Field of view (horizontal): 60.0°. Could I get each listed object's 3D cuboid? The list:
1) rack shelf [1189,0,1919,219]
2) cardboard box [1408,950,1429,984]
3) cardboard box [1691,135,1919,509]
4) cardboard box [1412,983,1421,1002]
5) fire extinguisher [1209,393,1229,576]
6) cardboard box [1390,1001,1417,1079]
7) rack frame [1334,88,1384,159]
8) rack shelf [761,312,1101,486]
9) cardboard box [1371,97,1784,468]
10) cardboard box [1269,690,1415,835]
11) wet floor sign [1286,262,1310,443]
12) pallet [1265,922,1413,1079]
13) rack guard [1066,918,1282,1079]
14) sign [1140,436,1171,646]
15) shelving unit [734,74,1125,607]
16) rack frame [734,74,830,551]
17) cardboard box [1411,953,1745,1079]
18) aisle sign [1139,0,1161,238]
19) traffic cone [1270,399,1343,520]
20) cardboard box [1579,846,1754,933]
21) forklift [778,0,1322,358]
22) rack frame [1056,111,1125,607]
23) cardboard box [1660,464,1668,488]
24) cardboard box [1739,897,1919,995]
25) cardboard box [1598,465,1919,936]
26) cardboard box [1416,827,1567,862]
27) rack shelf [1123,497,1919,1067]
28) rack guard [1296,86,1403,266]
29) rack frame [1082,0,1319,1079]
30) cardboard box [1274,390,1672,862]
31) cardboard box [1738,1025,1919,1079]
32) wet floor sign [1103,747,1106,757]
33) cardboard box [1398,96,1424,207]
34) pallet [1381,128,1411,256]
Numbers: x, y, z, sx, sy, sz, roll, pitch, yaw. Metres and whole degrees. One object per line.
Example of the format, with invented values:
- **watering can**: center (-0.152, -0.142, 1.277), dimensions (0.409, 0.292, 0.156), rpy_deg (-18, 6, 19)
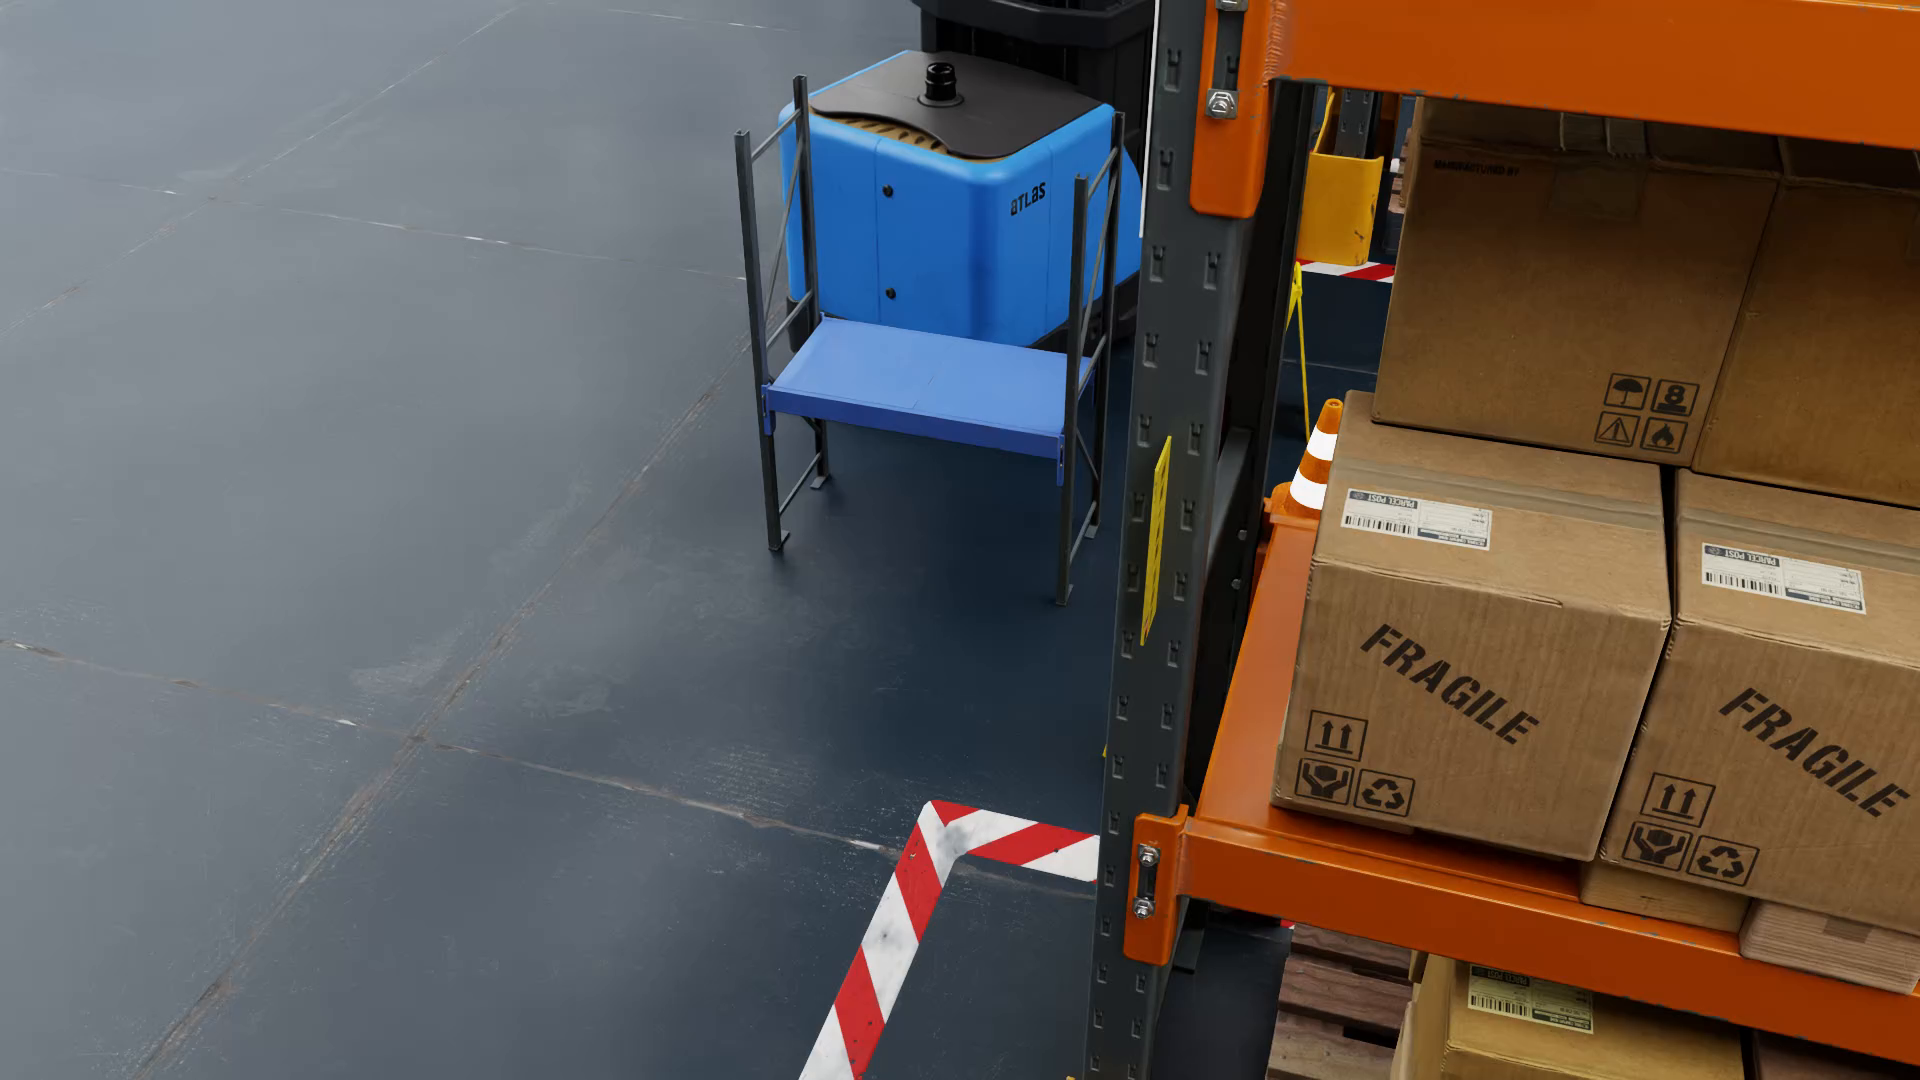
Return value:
- **rack shelf**: center (2.363, -0.519, 2.001), dimensions (4.000, 0.370, 1.077), rpy_deg (10, 38, 14)
- **cardboard box**: center (1.297, 0.676, 3.634), dimensions (0.500, 0.500, 0.500), rpy_deg (11, 38, 14)
- **cardboard box**: center (1.488, -0.457, 2.661), dimensions (0.500, 0.500, 0.700), rpy_deg (11, 38, 14)
- **cardboard box**: center (1.329, 0.979, 3.855), dimensions (0.500, 0.250, 0.500), rpy_deg (10, 38, 14)
- **fire extinguisher**: center (0.483, -0.204, 3.562), dimensions (0.183, 0.674, 0.296), rpy_deg (10, 38, 14)
- **cardboard box**: center (1.142, 1.283, 3.442), dimensions (0.500, 0.250, 0.500), rpy_deg (10, 38, 14)
- **rack frame**: center (1.834, -2.773, 6.987), dimensions (0.127, 3.000, 1.000), rpy_deg (10, 38, 14)
- **rack shelf**: center (-0.081, -0.474, 5.433), dimensions (1.000, 0.185, 0.538), rpy_deg (10, 38, 14)
- **cardboard box**: center (1.007, -0.550, 2.788), dimensions (0.500, 0.500, 0.700), rpy_deg (10, 37, 13)
- **cardboard box**: center (0.717, 0.324, 2.991), dimensions (0.250, 0.149, 0.380), rpy_deg (11, 38, 14)
- **wet floor sign**: center (1.216, -0.710, 6.170), dimensions (0.232, 0.644, 0.267), rpy_deg (4, 37, 6)
- **pallet**: center (1.292, 1.346, 3.744), dimensions (1.213, 0.211, 1.003), rpy_deg (10, 38, 14)
- **rack guard**: center (0.527, 1.066, 3.880), dimensions (0.348, 0.500, 1.175), rpy_deg (10, 38, 14)
- **sign**: center (0.293, 0.004, 2.484), dimensions (0.005, 0.325, 0.100), rpy_deg (10, 38, 14)
- **shelving unit**: center (-0.081, -0.619, 5.326), dimensions (1.048, 1.500, 0.538), rpy_deg (10, 38, 14)
- **rack frame**: center (-0.567, -0.709, 5.448), dimensions (0.032, 1.500, 0.500), rpy_deg (10, 38, 14)
- **cardboard box**: center (1.165, 0.985, 3.214), dimensions (0.500, 0.500, 0.500), rpy_deg (9, 37, 12)
- **aisle sign**: center (0.303, -0.837, 2.163), dimensions (0.004, 0.787, 0.394), rpy_deg (10, 38, 14)
- **traffic cone**: center (1.256, -0.275, 5.733), dimensions (0.334, 0.463, 0.336), rpy_deg (10, 38, 14)
- **cardboard box**: center (1.191, 0.453, 2.815), dimensions (0.250, 0.149, 0.380), rpy_deg (9, 37, 12)
- **forklift**: center (0.597, -2.428, 6.576), dimensions (1.130, 2.935, 3.031), rpy_deg (24, 43, 29)
- **rack frame**: center (0.404, -0.529, 5.204), dimensions (0.032, 1.500, 0.500), rpy_deg (10, 38, 14)
- **cardboard box**: center (1.055, -0.174, 3.121), dimensions (0.500, 0.500, 0.500), rpy_deg (10, 37, 13)
- **cardboard box**: center (1.420, 0.524, 2.719), dimensions (0.250, 0.149, 0.380), rpy_deg (11, 38, 15)
- **cardboard box**: center (1.319, 0.216, 2.591), dimensions (0.500, 0.500, 0.500), rpy_deg (12, 38, 15)
- **cardboard box**: center (0.962, 0.361, 2.942), dimensions (0.250, 0.149, 0.380), rpy_deg (11, 38, 15)
- **rack shelf**: center (2.363, 0.689, 2.890), dimensions (4.000, 0.370, 1.077), rpy_deg (10, 38, 14)
- **rack guard**: center (1.811, -1.770, 7.734), dimensions (0.348, 0.500, 1.175), rpy_deg (10, 38, 14)
- **rack frame**: center (0.454, 0.046, 3.157), dimensions (0.127, 3.000, 1.000), rpy_deg (10, 38, 14)
- **cardboard box**: center (0.824, 0.126, 2.713), dimensions (0.500, 0.500, 0.500), rpy_deg (10, 38, 13)
- **cardboard box**: center (1.665, 1.075, 3.092), dimensions (0.500, 0.500, 0.500), rpy_deg (9, 37, 12)
- **wet floor sign**: center (0.592, 0.355, 4.724), dimensions (0.232, 0.644, 0.267), rpy_deg (24, 43, 29)
- **cardboard box**: center (2.501, -2.004, 7.380), dimensions (0.875, 0.875, 0.875), rpy_deg (11, 38, 14)
- **pallet**: center (2.620, -1.553, 7.682), dimensions (1.213, 0.211, 1.003), rpy_deg (10, 38, 14)
